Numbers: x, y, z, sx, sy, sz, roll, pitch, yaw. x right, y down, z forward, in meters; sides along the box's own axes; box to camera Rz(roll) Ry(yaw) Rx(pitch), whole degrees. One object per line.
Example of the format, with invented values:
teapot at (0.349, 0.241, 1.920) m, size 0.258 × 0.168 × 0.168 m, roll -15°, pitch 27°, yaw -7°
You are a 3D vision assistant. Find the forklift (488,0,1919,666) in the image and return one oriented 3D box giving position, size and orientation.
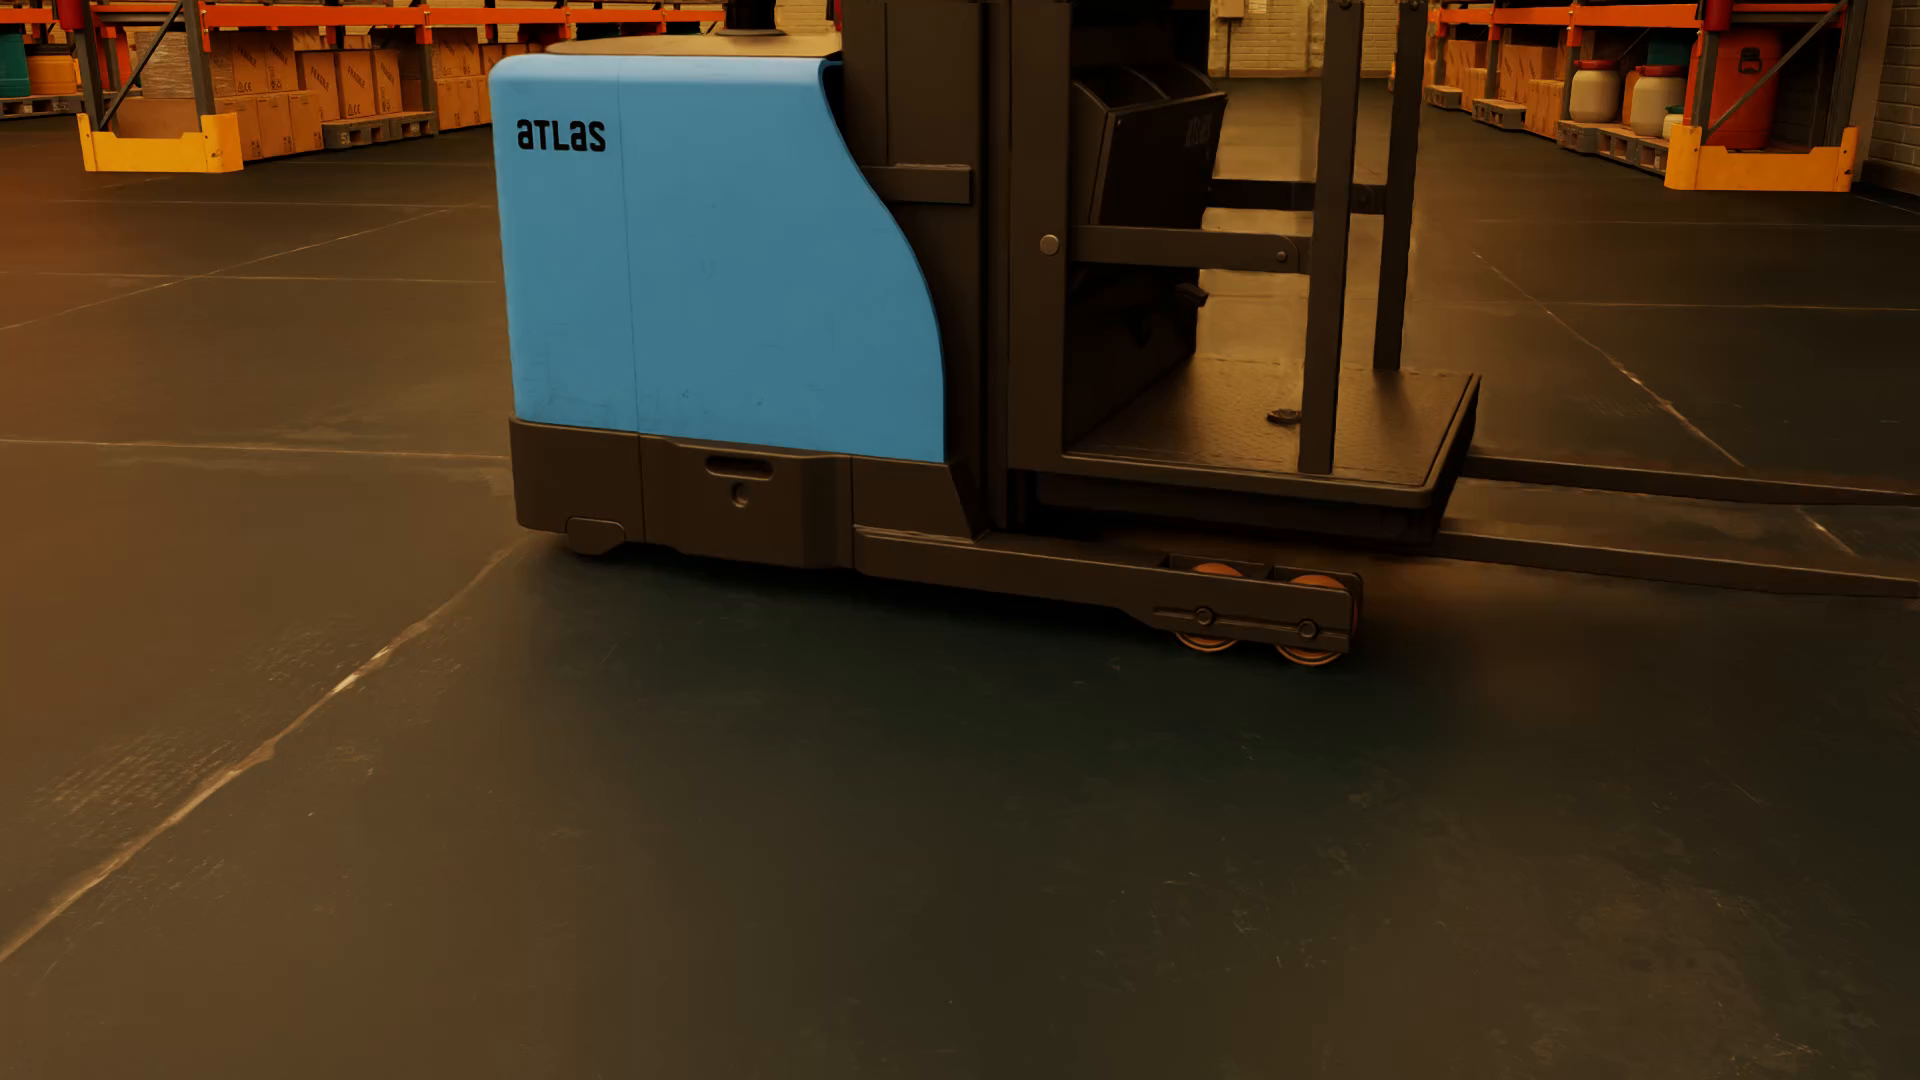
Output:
forklift at (0.575, -1.345, 3.218) m, size 3.031 × 2.935 × 1.130 m, roll 7°, pitch 19°, yaw 20°
